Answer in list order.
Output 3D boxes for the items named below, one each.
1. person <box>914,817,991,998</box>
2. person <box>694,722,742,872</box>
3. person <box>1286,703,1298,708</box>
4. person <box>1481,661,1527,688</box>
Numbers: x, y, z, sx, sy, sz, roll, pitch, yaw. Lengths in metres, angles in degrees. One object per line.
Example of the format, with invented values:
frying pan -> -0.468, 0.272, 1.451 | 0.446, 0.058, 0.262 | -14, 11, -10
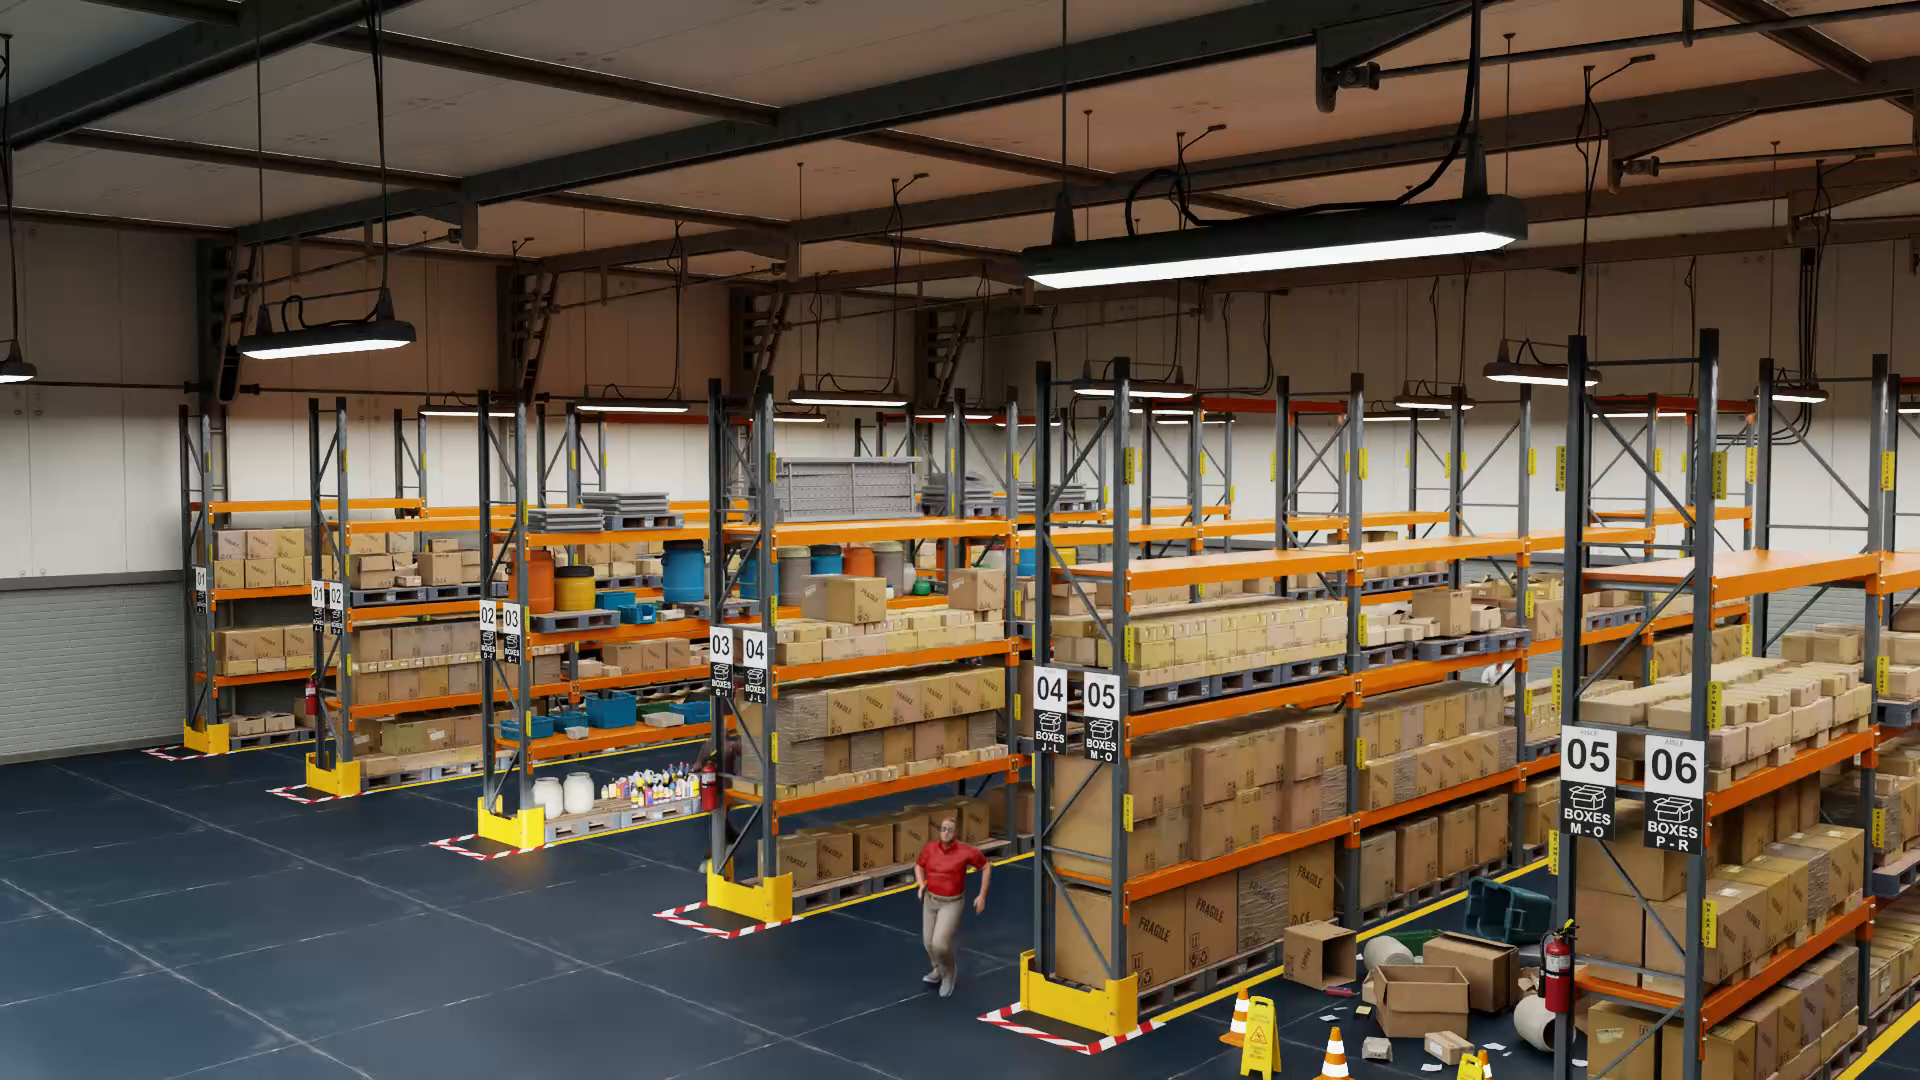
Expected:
person -> -0.114, 3.497, 15.831 | 0.723, 1.740, 0.662 | 2, 3, 28
person -> -3.006, 3.151, 20.750 | 0.698, 1.798, 0.970 | 2, 3, 31
person -> 4.633, 3.099, 23.707 | 0.578, 1.656, 0.555 | 3, 4, 40
person -> 9.278, 2.791, 28.433 | 0.704, 1.813, 0.960 | 2, 4, 39
